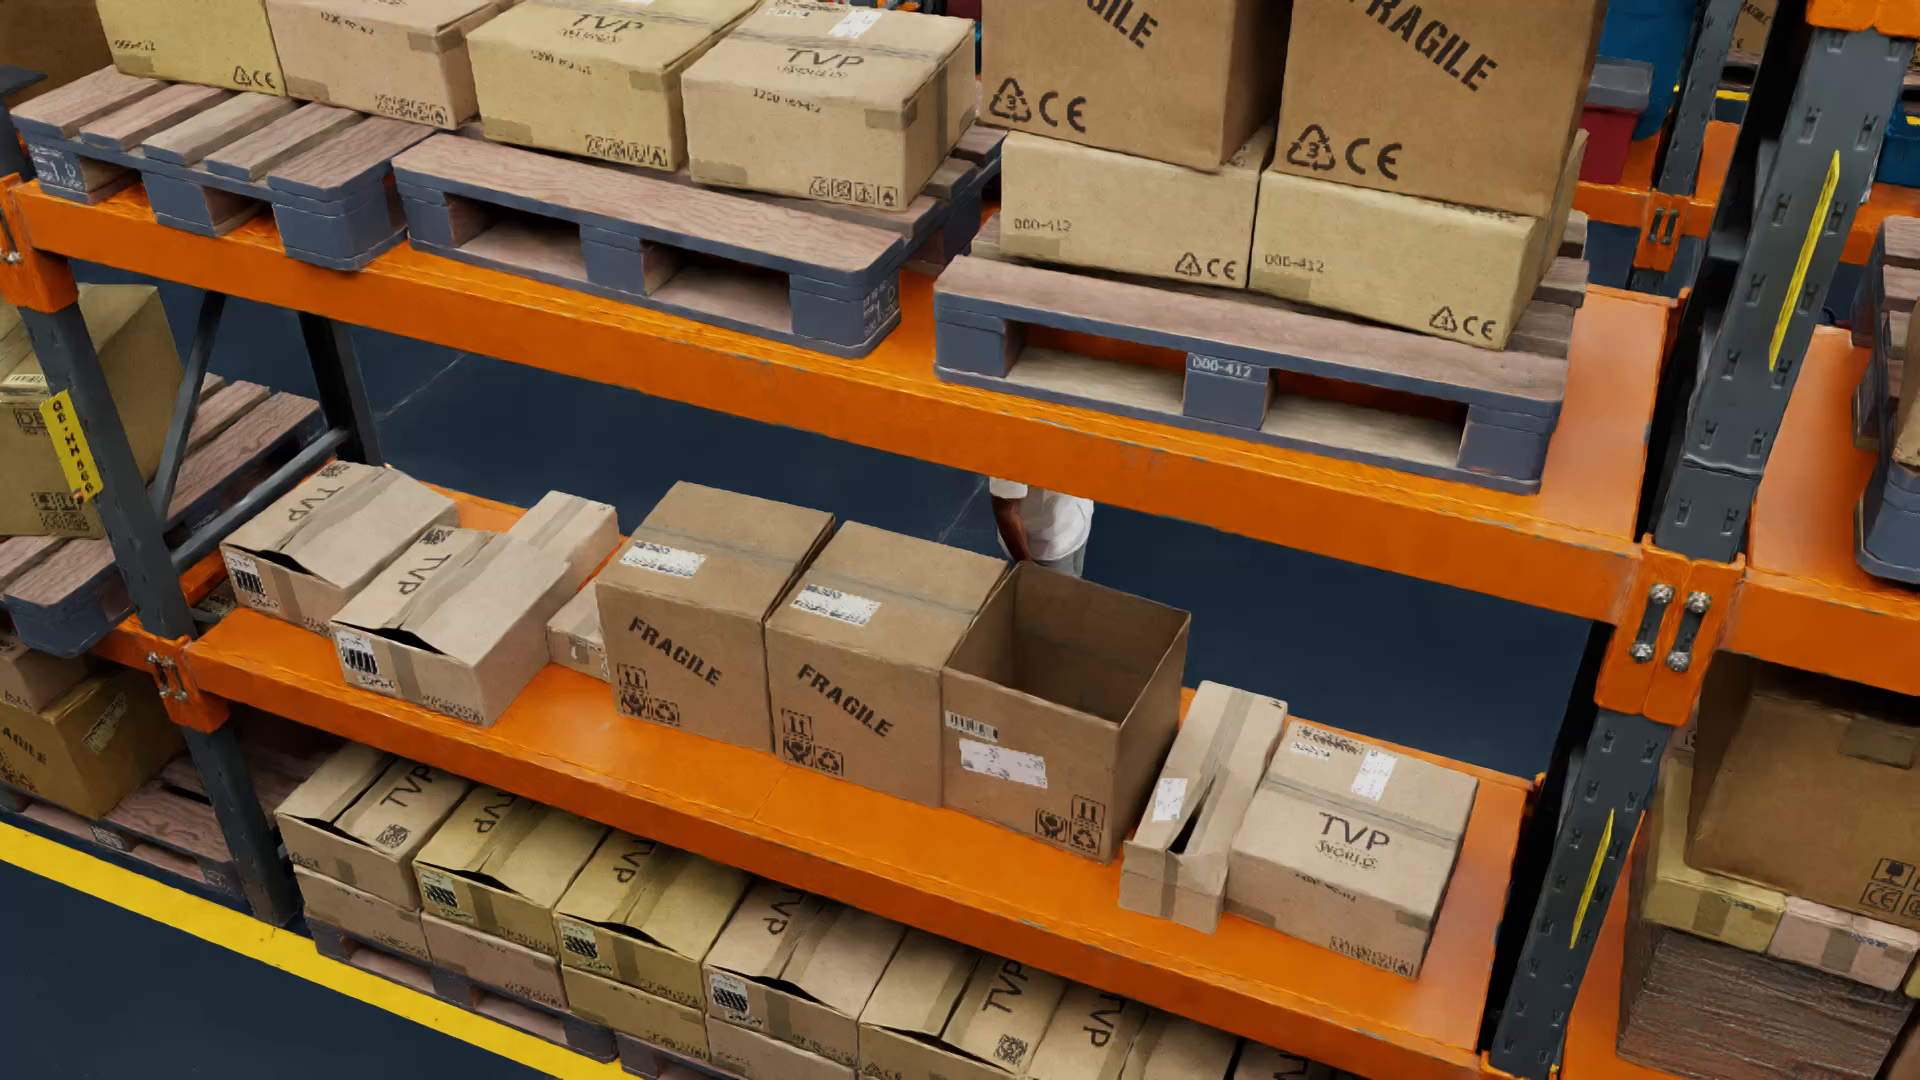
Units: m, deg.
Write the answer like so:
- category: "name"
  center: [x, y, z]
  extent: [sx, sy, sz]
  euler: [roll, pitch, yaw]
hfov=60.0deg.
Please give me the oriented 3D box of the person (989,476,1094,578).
- category: "person"
  center: [0.399, -0.011, 6.130]
  extent: [0.578, 1.766, 0.665]
  euler: [13, 39, 16]
